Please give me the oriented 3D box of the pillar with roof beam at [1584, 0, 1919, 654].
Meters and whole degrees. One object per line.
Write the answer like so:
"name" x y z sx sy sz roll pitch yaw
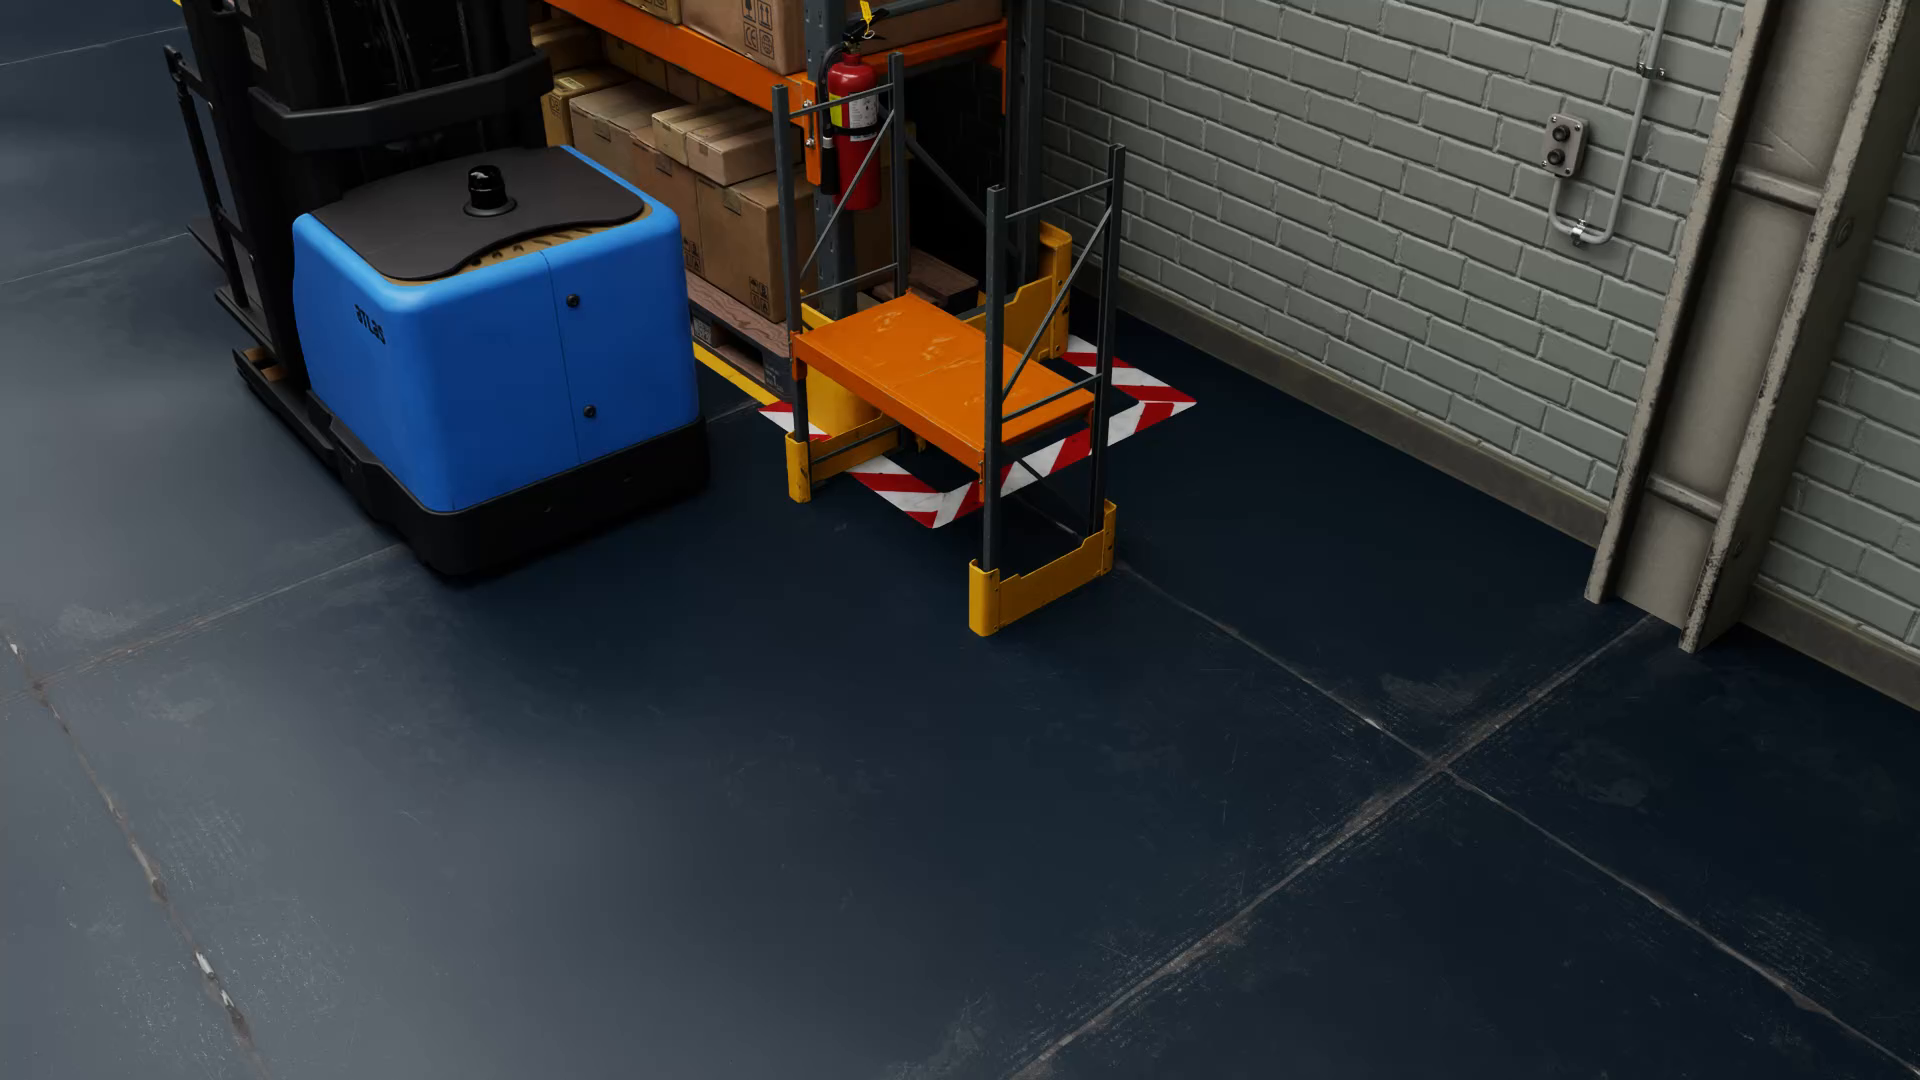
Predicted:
"pillar with roof beam" -0.988 -1.850 0.576 9.100 9.000 0.400 -26 43 -32

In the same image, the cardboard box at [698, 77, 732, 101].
"cardboard box" -0.886 -1.918 7.101 0.380 0.149 0.250 -26 43 -31

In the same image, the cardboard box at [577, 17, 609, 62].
"cardboard box" -1.547 -2.368 7.737 0.380 0.149 0.250 -26 43 -31

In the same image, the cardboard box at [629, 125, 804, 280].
"cardboard box" -0.954 -1.521 7.101 0.700 0.500 0.500 -26 43 -32

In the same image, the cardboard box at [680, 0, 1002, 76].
"cardboard box" -0.439 -2.220 6.030 0.980 0.700 0.700 -24 42 -30

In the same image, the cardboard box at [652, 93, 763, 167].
"cardboard box" -1.018 -1.666 6.745 0.380 0.149 0.250 -25 42 -31

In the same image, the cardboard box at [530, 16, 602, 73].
"cardboard box" -1.861 -2.241 7.557 0.380 0.149 0.250 -27 44 -33

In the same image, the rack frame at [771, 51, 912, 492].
"rack frame" -0.383 -0.874 5.687 0.500 1.500 0.032 -26 43 -32

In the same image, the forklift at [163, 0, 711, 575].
"forklift" -2.212 -1.869 5.853 1.130 2.935 3.031 -25 42 -31

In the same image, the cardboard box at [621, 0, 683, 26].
"cardboard box" -0.917 -2.538 6.478 0.980 0.700 0.700 -26 43 -32

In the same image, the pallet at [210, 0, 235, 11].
"pallet" -4.031 -3.356 10.306 1.003 0.211 1.213 -26 43 -32

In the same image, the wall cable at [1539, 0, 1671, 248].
"wall cable" 1.446 -2.079 5.211 0.084 1.984 1.851 -26 43 -32

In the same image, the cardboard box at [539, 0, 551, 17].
"cardboard box" -2.279 -2.426 8.379 0.700 0.500 0.500 -25 43 -31

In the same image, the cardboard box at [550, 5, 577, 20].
"cardboard box" -1.709 -2.480 7.895 0.380 0.149 0.250 -28 44 -33

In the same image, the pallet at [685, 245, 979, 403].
"pallet" -0.678 -1.062 7.068 1.003 0.211 1.213 -26 43 -32

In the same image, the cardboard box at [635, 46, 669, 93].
"cardboard box" -1.217 -2.143 7.419 0.380 0.149 0.250 -26 43 -31

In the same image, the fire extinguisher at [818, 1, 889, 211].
"fire extinguisher" -0.358 -1.454 5.598 0.296 0.674 0.183 -26 43 -32

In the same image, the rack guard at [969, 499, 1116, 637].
"rack guard" 0.272 0.084 5.415 0.587 0.250 0.087 -26 43 -32

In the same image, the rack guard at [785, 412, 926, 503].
"rack guard" -0.371 -0.356 6.036 0.587 0.250 0.087 -26 43 -32

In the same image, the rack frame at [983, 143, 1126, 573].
"rack frame" 0.273 -0.425 5.053 0.500 1.500 0.032 -26 43 -32

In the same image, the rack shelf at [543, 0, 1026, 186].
"rack shelf" -1.393 -2.466 7.259 1.077 0.370 4.000 -26 43 -32

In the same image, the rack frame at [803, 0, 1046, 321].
"rack frame" -0.102 -1.877 5.804 1.000 3.000 0.127 -26 43 -32

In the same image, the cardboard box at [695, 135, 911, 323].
"cardboard box" -0.631 -1.300 6.789 0.700 0.500 0.500 -26 43 -32

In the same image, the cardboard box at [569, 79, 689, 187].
"cardboard box" -1.279 -1.742 7.414 0.700 0.500 0.500 -28 44 -33

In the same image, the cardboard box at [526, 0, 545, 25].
"cardboard box" -2.198 -2.471 7.882 0.380 0.149 0.250 -24 42 -30

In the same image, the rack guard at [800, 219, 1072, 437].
"rack guard" -0.087 -0.846 6.512 1.175 0.500 0.348 -26 43 -32

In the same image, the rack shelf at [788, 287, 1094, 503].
"rack shelf" -0.055 -0.503 5.474 0.538 0.185 1.000 -26 43 -32

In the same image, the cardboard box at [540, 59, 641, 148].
"cardboard box" -1.628 -1.975 7.743 0.700 0.500 0.500 -25 42 -31

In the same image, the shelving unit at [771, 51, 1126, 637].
"shelving unit" -0.049 -0.646 5.364 0.587 1.500 1.083 -26 43 -32

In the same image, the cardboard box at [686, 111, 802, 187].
"cardboard box" -0.853 -1.553 6.586 0.380 0.149 0.250 -27 43 -32

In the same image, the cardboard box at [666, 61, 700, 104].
"cardboard box" -1.051 -2.030 7.259 0.380 0.149 0.250 -25 42 -31

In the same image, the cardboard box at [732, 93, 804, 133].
"cardboard box" -0.725 -1.807 6.944 0.380 0.149 0.250 -26 43 -32

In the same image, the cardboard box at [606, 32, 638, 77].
"cardboard box" -1.380 -2.255 7.577 0.380 0.149 0.250 -27 43 -33

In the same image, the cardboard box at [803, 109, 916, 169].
"cardboard box" -0.397 -1.584 6.629 0.380 0.149 0.250 -26 43 -31

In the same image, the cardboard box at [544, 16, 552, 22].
"cardboard box" -1.958 -2.203 8.064 0.700 0.500 0.500 -26 43 -32
